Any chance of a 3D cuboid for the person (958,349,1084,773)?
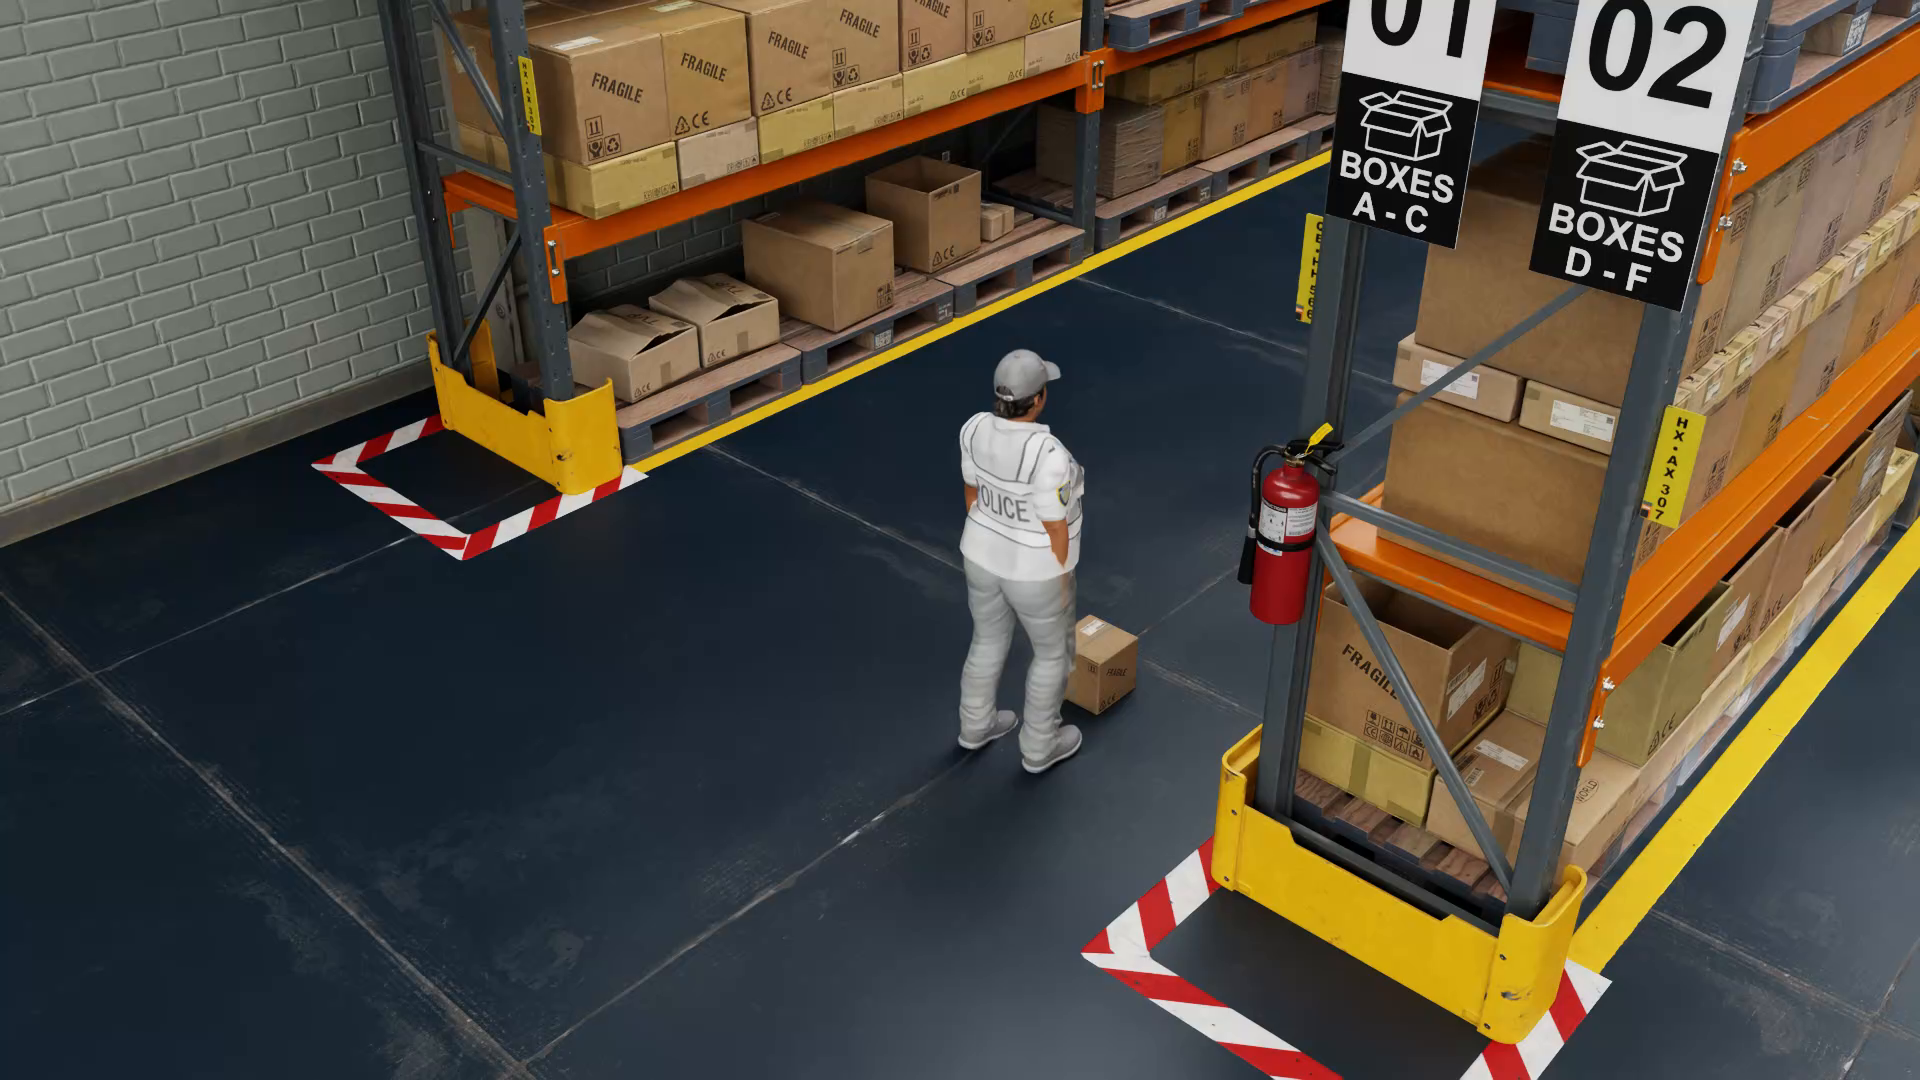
[{"bbox_3d":[0.218,0.083,6.016,0.467,1.673,0.391,26,40,36],"label":"person"}]
